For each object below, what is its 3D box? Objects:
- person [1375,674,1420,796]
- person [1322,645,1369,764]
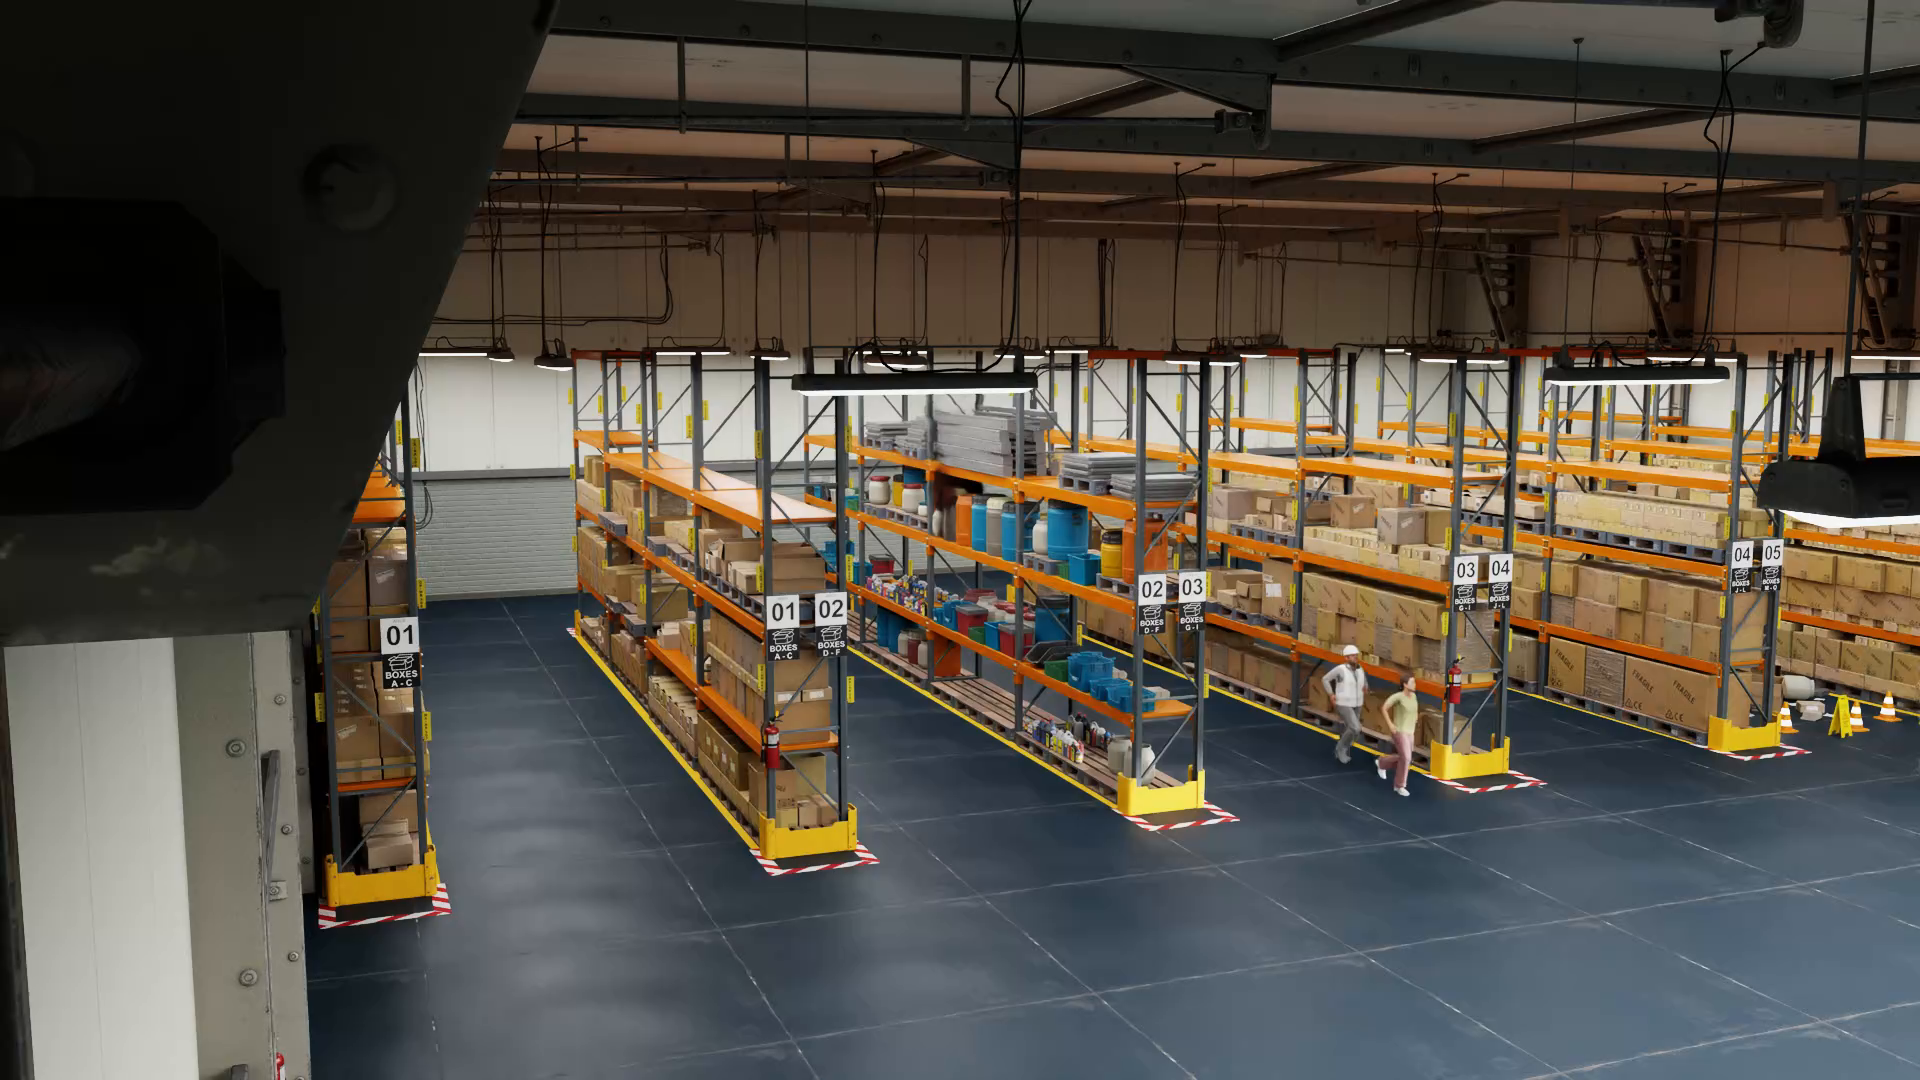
[{"bbox_3d":[6.133,2.670,23.156,0.619,1.642,0.736,-5,8,-32],"label":"person"},{"bbox_3d":[5.739,2.421,24.430,0.644,1.751,0.642,-4,8,-31],"label":"person"}]
